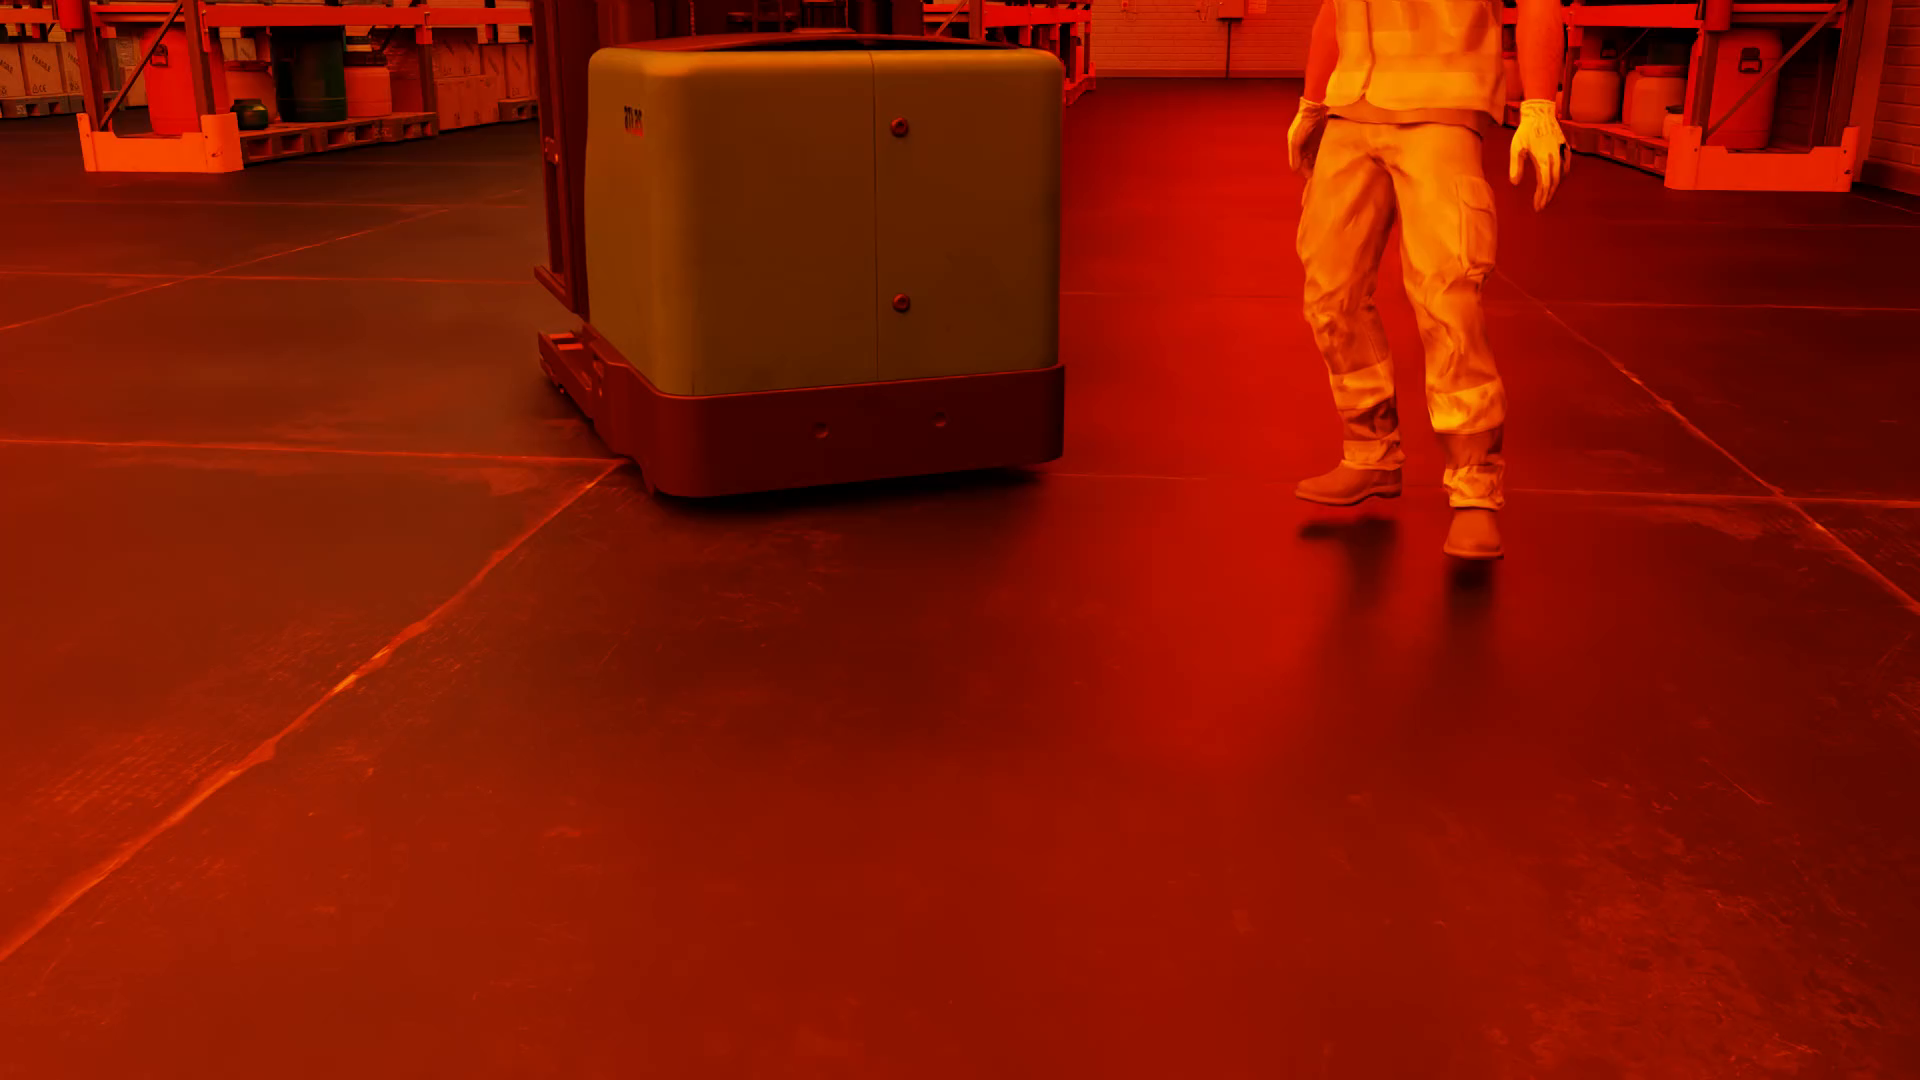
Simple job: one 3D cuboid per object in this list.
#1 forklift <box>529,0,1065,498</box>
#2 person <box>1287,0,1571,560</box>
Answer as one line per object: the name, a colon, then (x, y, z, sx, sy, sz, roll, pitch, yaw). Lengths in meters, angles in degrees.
forklift: (-0.745, -1.900, 4.978, 1.130, 2.935, 3.031, -7, 19, -20)
person: (0.966, -0.897, 3.631, 0.429, 1.749, 0.849, -12, 21, -32)
